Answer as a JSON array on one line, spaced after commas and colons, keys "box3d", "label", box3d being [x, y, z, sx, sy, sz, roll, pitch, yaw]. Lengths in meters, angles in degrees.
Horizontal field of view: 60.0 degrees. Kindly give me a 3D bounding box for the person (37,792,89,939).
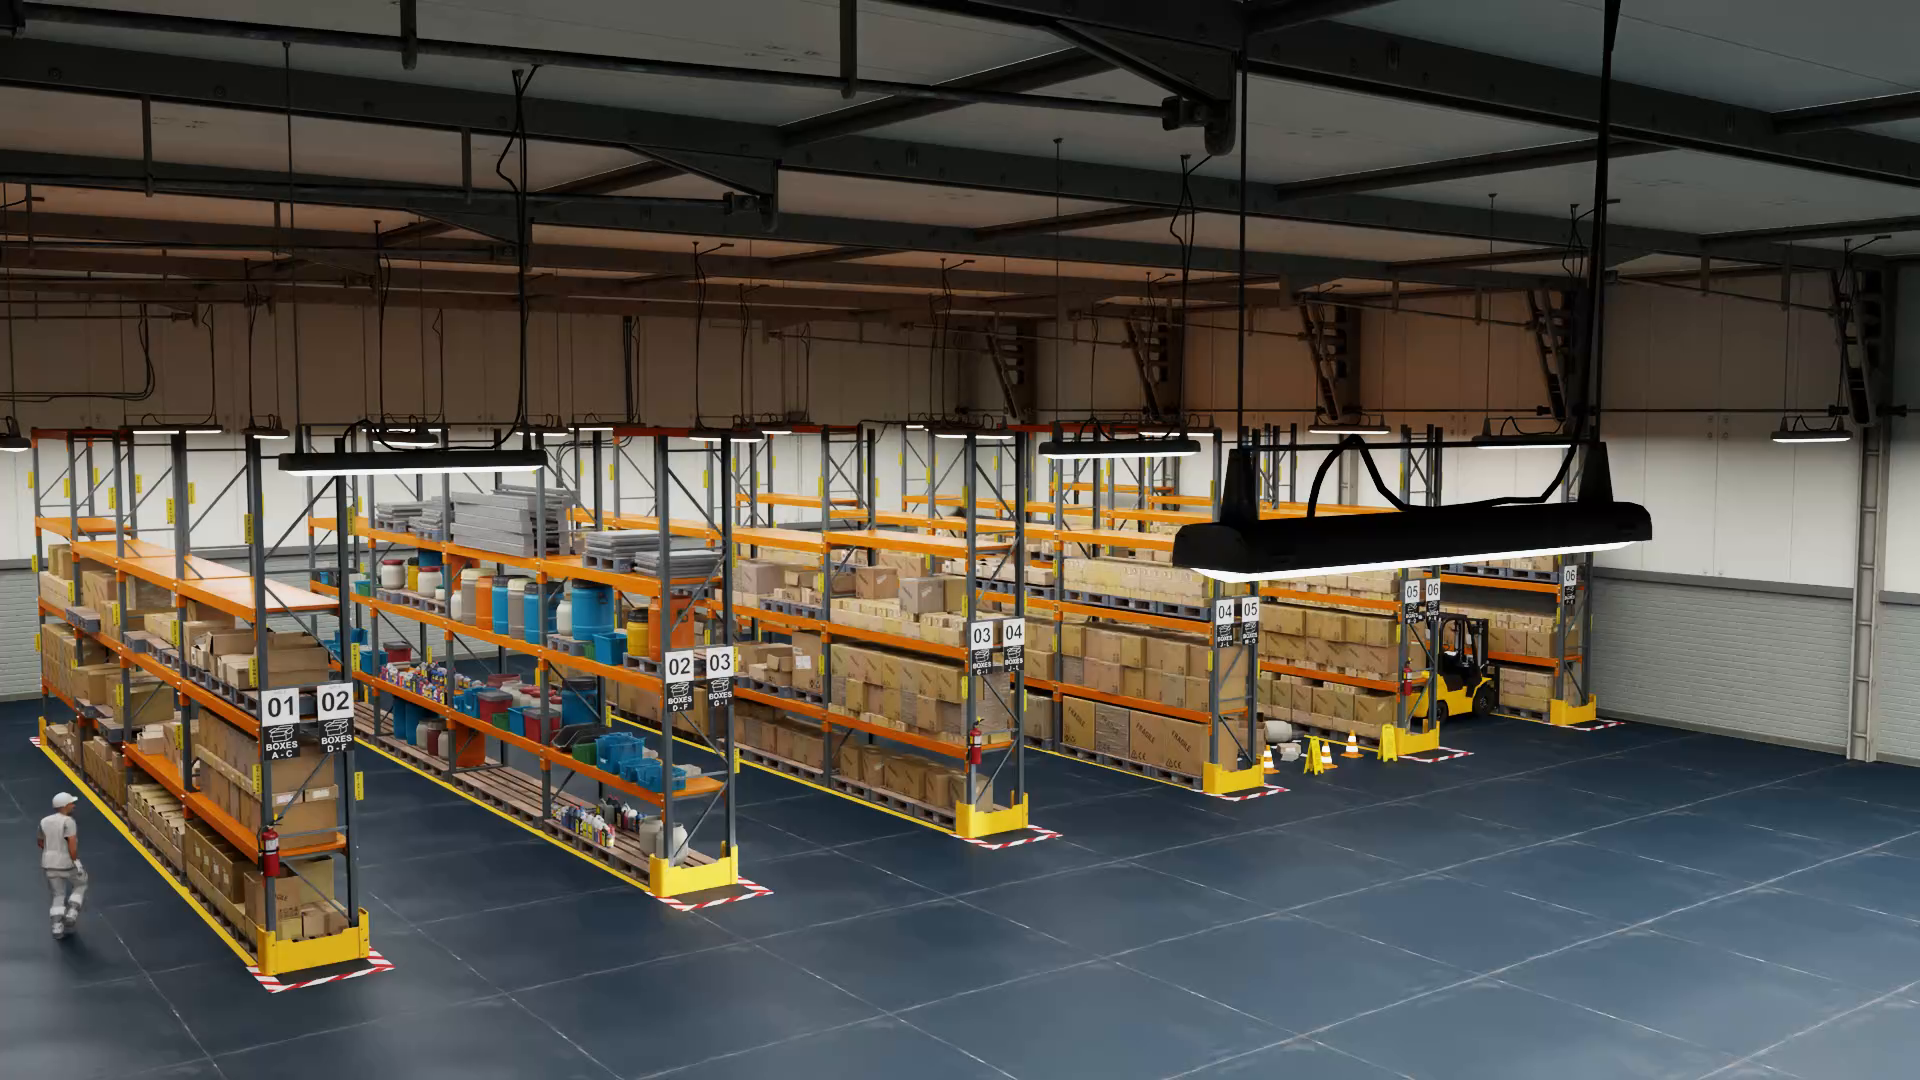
[{"box3d": [-10.809, 3.909, 20.059, 0.610, 1.750, 0.699, -1, 5, -8], "label": "person"}]
